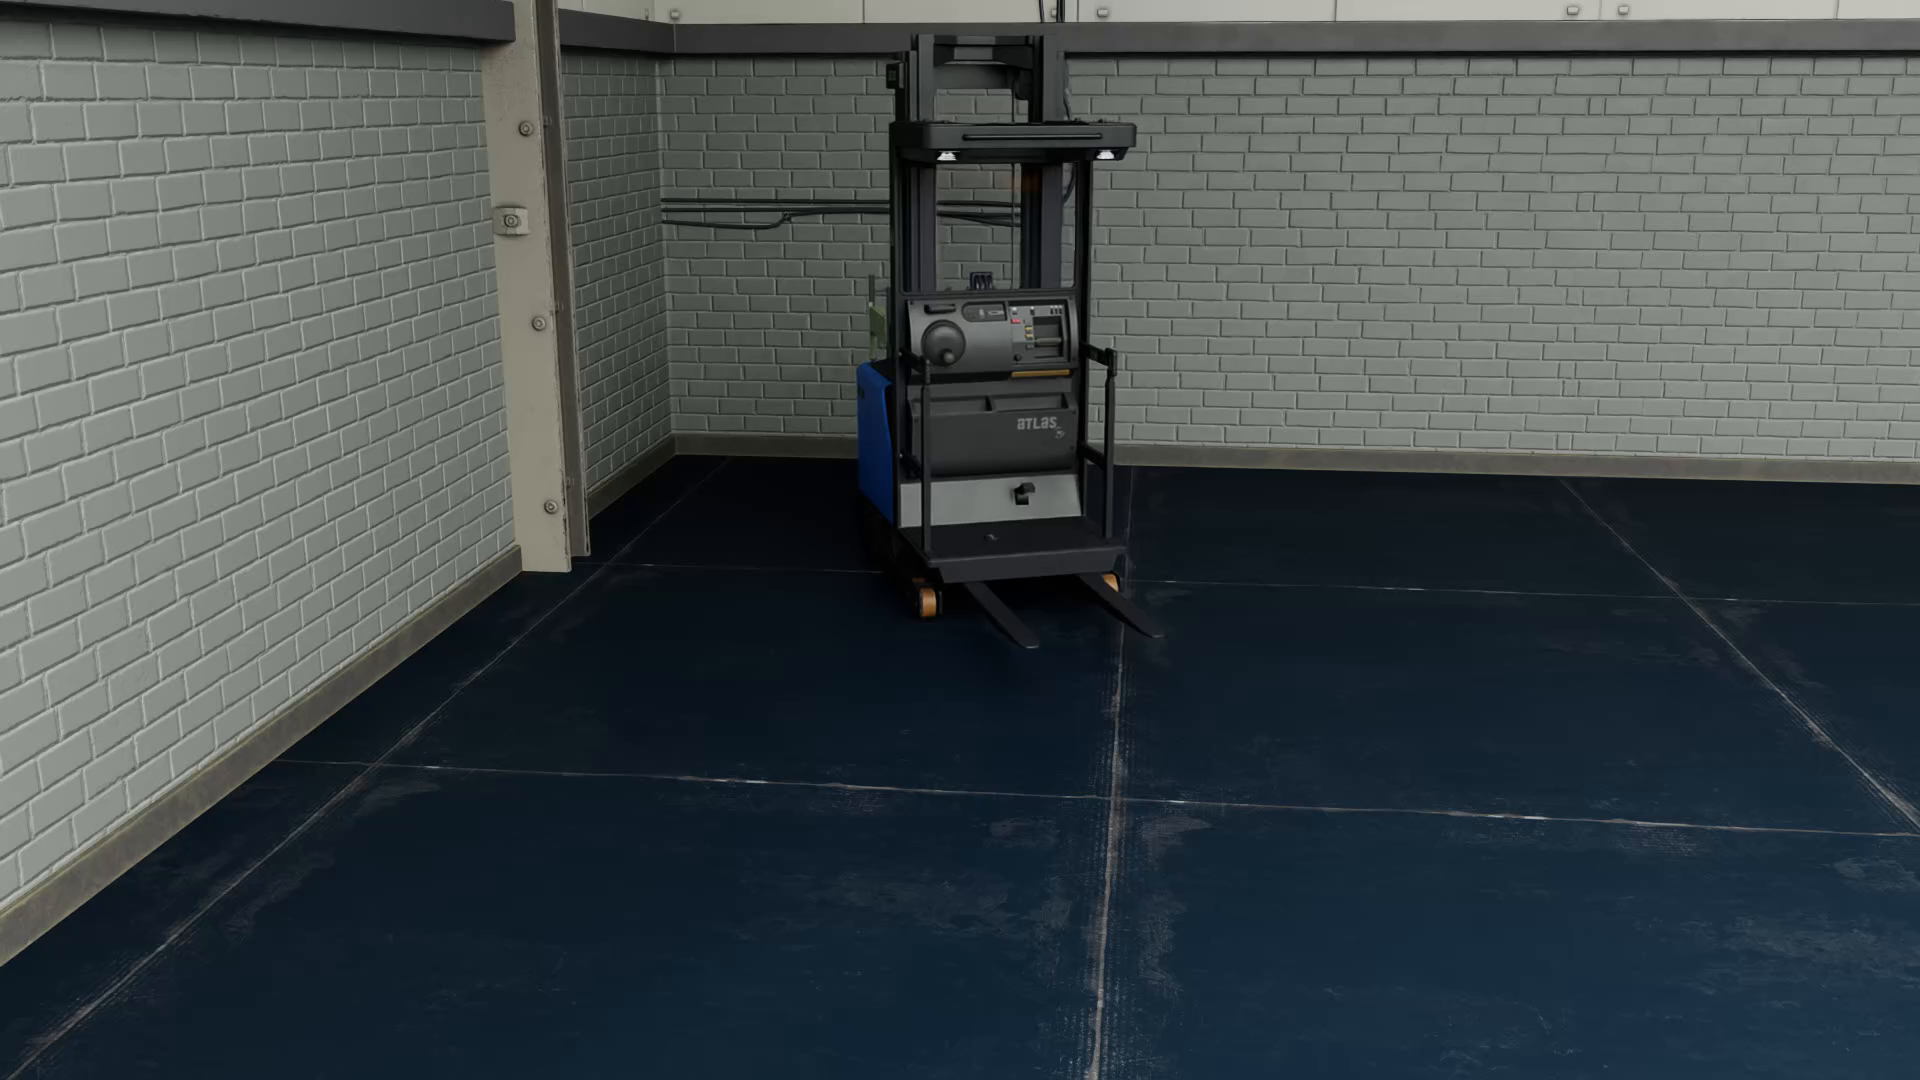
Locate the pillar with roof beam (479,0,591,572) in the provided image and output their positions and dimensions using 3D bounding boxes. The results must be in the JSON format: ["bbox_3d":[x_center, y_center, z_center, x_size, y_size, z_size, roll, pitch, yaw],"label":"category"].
[{"bbox_3d":[1.914,-4.089,8.046,9.100,9.000,0.400,2,15,6],"label":"pillar with roof beam"}]

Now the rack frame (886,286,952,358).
[{"bbox_3d":[-0.249,-0.814,10.299,0.400,1.500,0.023,-3,15,-11],"label":"rack frame"}]

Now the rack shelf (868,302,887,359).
[{"bbox_3d":[-0.320,-1.284,10.544,0.431,0.370,0.720,-3,15,-11],"label":"rack shelf"}]

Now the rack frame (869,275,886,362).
[{"bbox_3d":[-0.392,-1.001,10.992,0.400,1.500,0.023,-3,15,-11],"label":"rack frame"}]

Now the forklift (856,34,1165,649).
[{"bbox_3d":[0.234,-1.117,8.678,1.130,2.935,3.031,-4,16,-14],"label":"forklift"}]

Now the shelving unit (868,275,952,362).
[{"bbox_3d":[-0.320,-0.908,10.645,0.431,1.500,0.755,-3,15,-11],"label":"shelving unit"}]

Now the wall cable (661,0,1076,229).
[{"bbox_3d":[-0.717,-3.442,11.601,3.097,2.526,0.112,2,15,6],"label":"wall cable"}]
